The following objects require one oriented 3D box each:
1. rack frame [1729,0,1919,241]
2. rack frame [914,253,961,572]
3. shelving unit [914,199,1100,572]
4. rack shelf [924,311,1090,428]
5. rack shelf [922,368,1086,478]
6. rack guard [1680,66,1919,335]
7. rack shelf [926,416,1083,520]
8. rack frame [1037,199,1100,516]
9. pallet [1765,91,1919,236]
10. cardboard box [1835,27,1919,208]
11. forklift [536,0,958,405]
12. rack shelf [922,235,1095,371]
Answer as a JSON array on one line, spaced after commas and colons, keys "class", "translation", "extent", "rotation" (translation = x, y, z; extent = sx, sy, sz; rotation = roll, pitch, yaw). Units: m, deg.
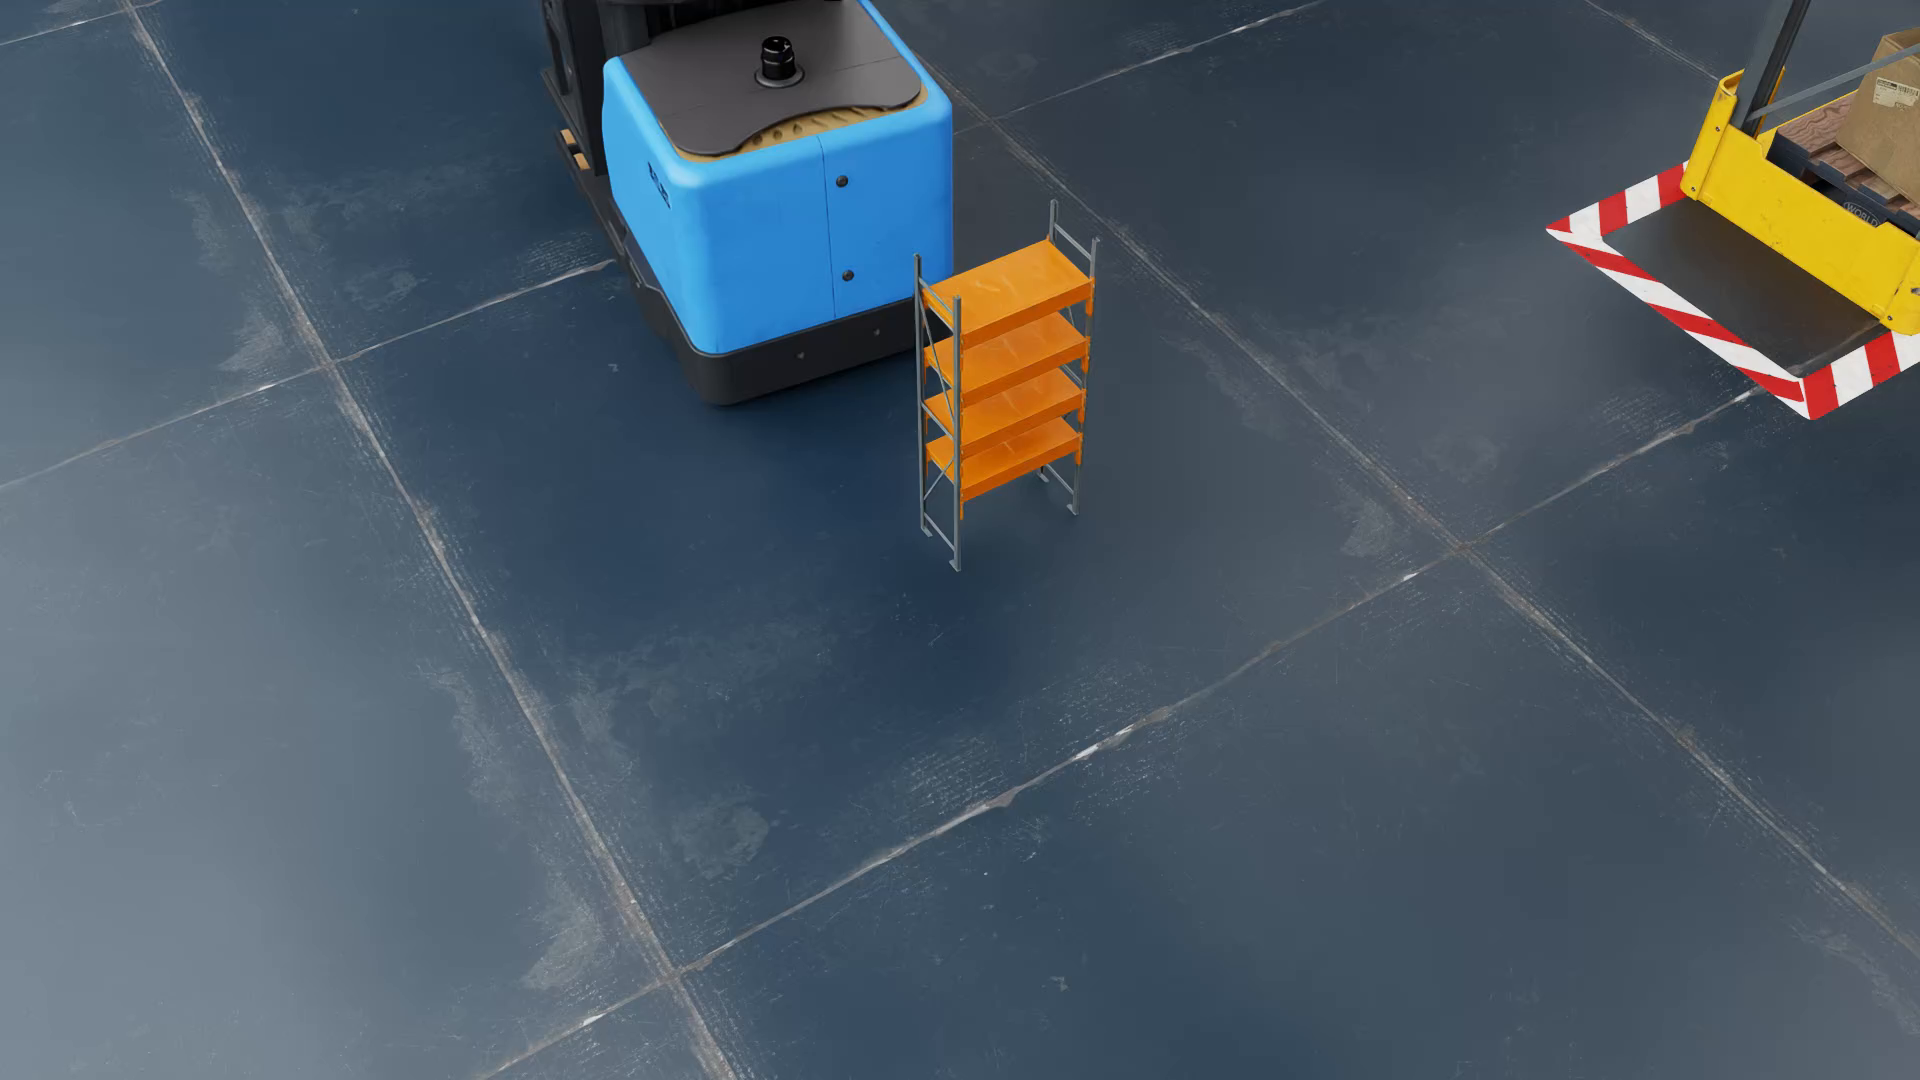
[{"class": "rack frame", "translation": [3.436, -2.181, 5.683], "extent": [0.127, 3.000, 1.000], "rotation": [-25, 53, -21]}, {"class": "rack frame", "translation": [-0.066, -0.368, 5.274], "extent": [0.015, 1.200, 0.240], "rotation": [-25, 53, -21]}, {"class": "shelving unit", "translation": [0.140, -0.465, 5.361], "extent": [0.503, 1.200, 0.258], "rotation": [-25, 53, -21]}, {"class": "rack shelf", "translation": [0.140, -0.569, 5.244], "extent": [0.480, 0.148, 0.258], "rotation": [-25, 53, -21]}, {"class": "rack shelf", "translation": [0.140, -0.420, 5.411], "extent": [0.480, 0.148, 0.258], "rotation": [-25, 53, -21]}, {"class": "rack guard", "translation": [3.501, -1.380, 6.644], "extent": [0.348, 0.500, 1.175], "rotation": [-25, 53, -21]}, {"class": "rack shelf", "translation": [0.140, -0.288, 5.559], "extent": [0.480, 0.148, 0.258], "rotation": [-25, 53, -21]}, {"class": "rack frame", "translation": [0.346, -0.562, 5.447], "extent": [0.015, 1.200, 0.240], "rotation": [-25, 53, -21]}, {"class": "pallet", "translation": [4.206, -1.585, 7.020], "extent": [1.213, 0.211, 1.003], "rotation": [-25, 53, -21]}, {"class": "cardboard box", "translation": [3.973, -1.727, 6.672], "extent": [0.500, 0.500, 0.500], "rotation": [-16, 50, -14]}, {"class": "forklift", "translation": [-1.092, -2.583, 6.087], "extent": [1.130, 2.935, 3.031], "rotation": [-19, 51, -16]}, {"class": "rack shelf", "translation": [0.140, -0.726, 5.067], "extent": [0.480, 0.148, 0.258], "rotation": [-25, 53, -21]}]
